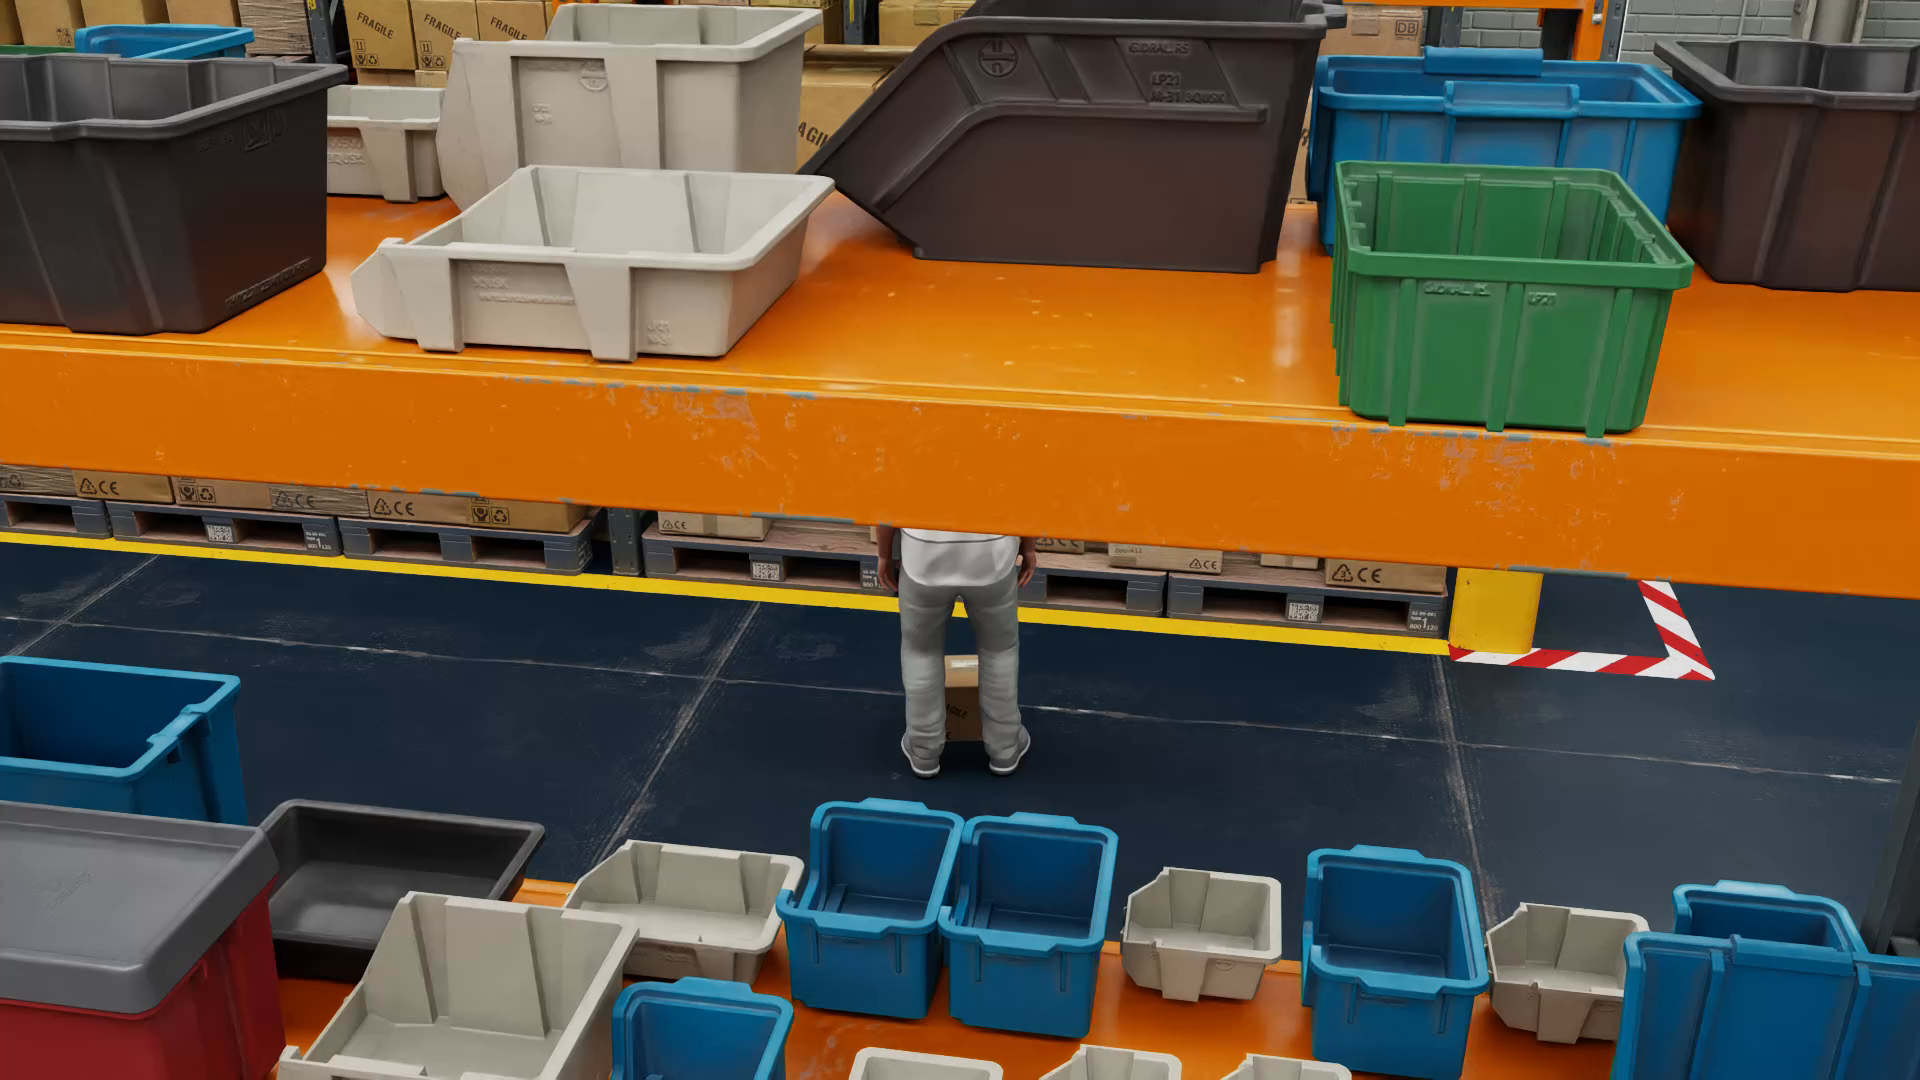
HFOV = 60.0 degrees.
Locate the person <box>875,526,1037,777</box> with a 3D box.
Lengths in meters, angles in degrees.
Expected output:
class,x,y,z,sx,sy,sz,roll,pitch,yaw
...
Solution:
class,x,y,z,sx,sy,sz,roll,pitch,yaw
person,-0.011,0.058,5.972,0.588,1.747,0.433,-1,25,-3
